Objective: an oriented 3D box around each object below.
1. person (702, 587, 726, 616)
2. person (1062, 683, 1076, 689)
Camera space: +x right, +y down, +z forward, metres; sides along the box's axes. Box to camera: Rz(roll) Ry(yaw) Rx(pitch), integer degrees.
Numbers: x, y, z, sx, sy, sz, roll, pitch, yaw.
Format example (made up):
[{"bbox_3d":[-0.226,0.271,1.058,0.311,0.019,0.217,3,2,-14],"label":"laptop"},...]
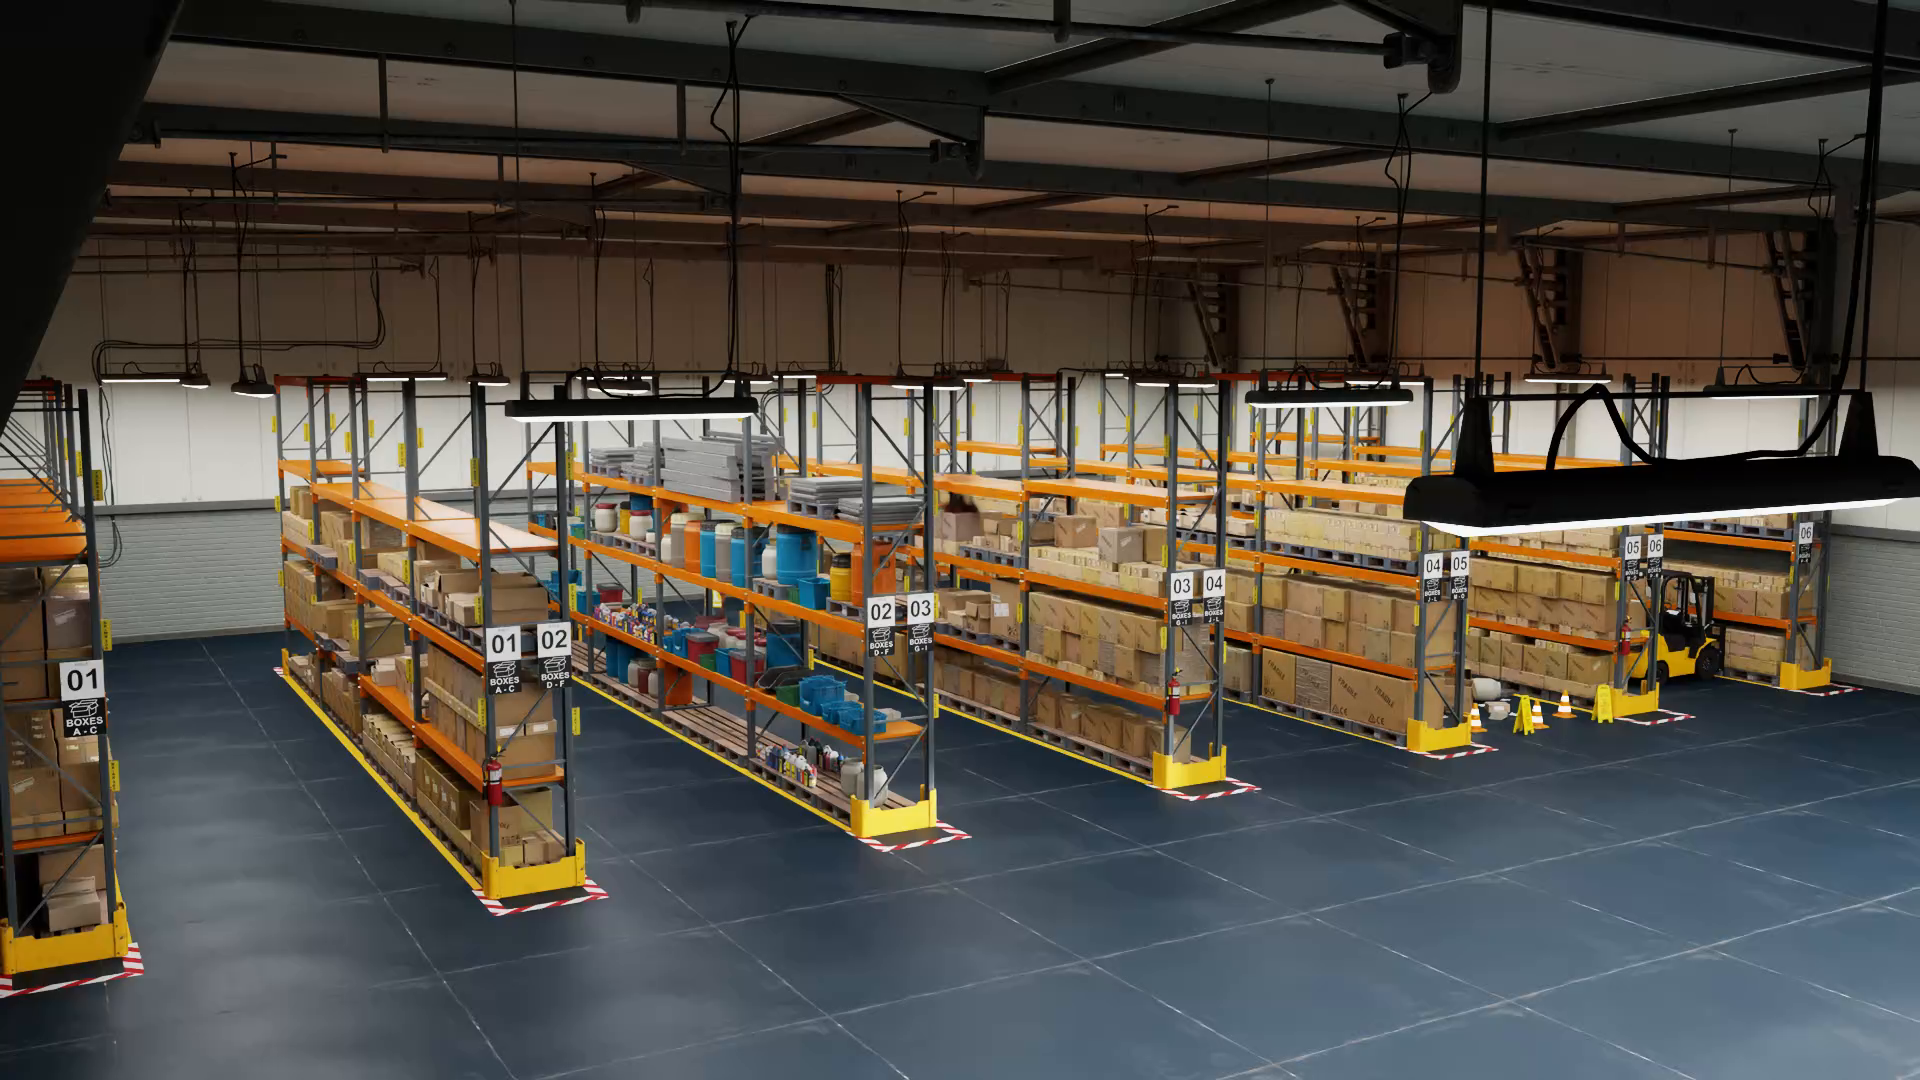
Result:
[{"bbox_3d":[-5.420,1.501,36.302,0.634,1.802,0.426,3,7,26],"label":"person"},{"bbox_3d":[2.363,1.934,31.227,0.718,1.752,0.837,4,8,34],"label":"person"}]
